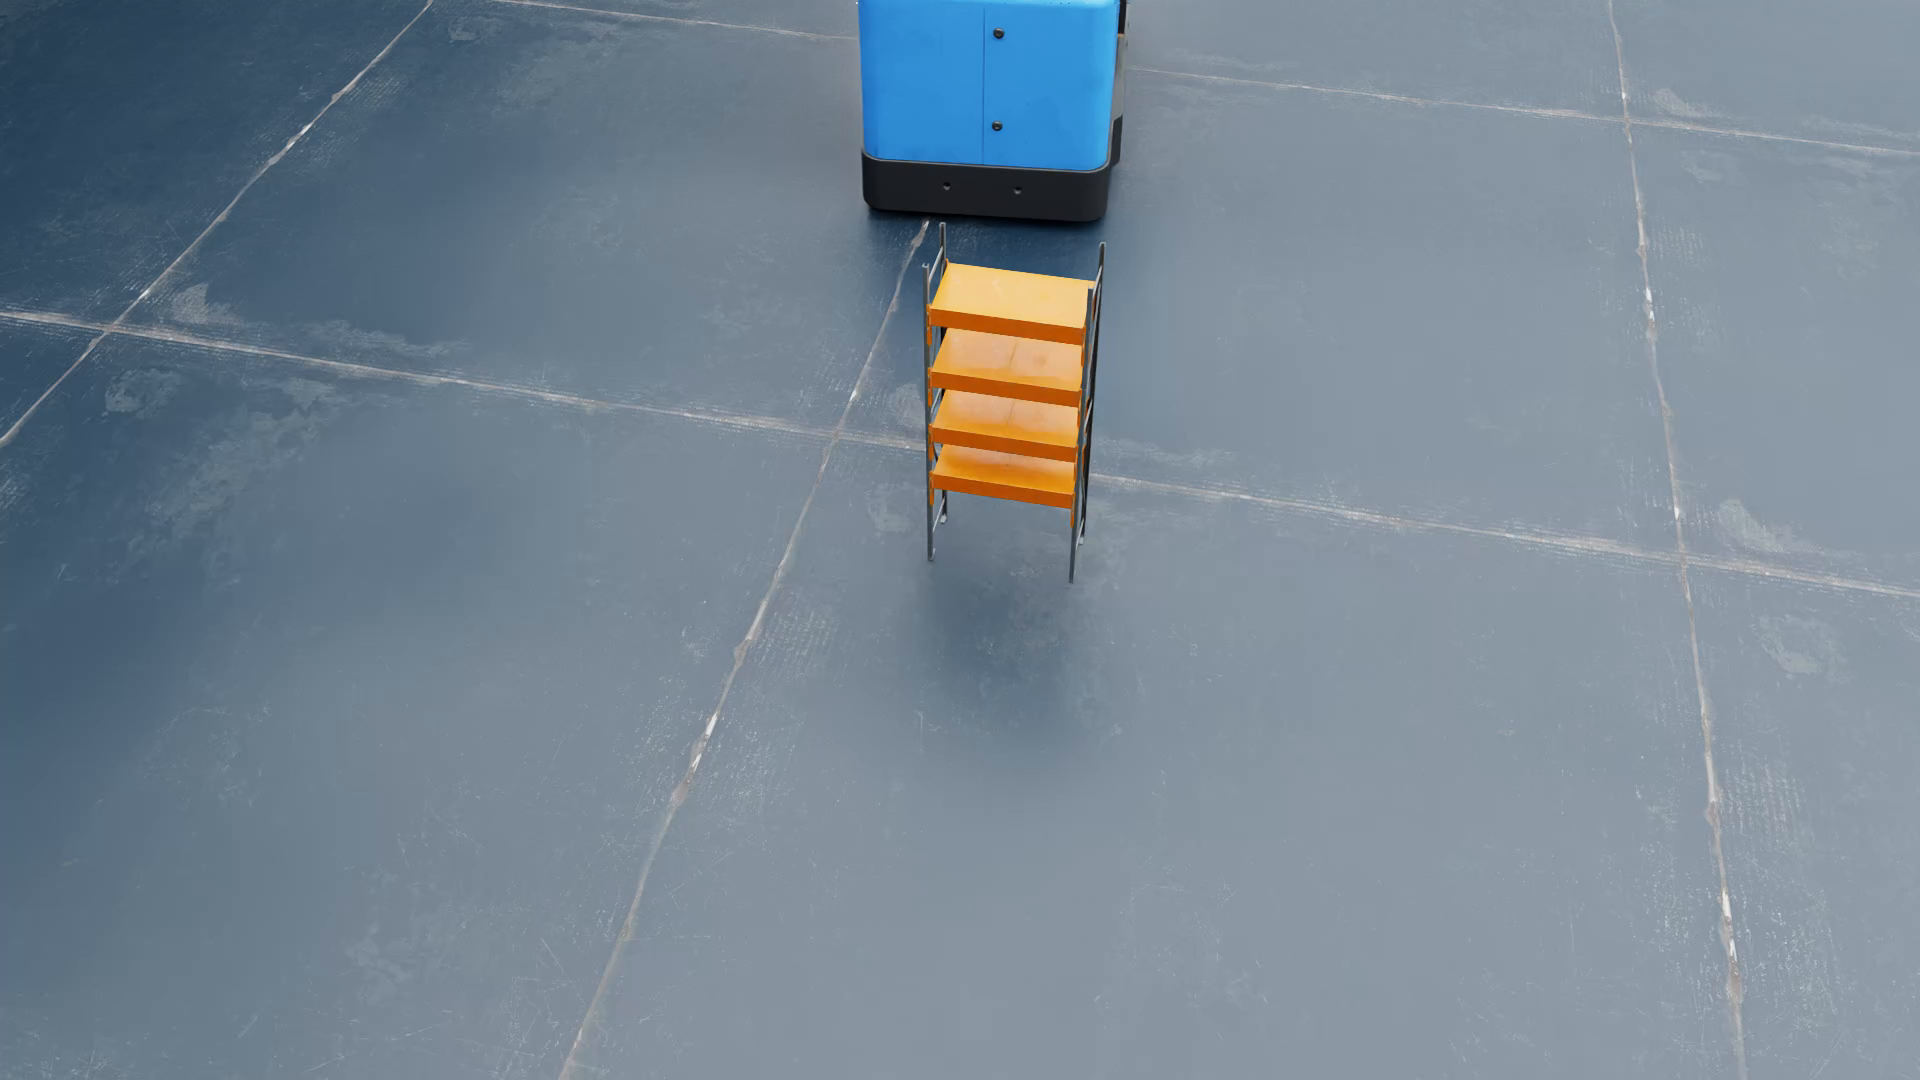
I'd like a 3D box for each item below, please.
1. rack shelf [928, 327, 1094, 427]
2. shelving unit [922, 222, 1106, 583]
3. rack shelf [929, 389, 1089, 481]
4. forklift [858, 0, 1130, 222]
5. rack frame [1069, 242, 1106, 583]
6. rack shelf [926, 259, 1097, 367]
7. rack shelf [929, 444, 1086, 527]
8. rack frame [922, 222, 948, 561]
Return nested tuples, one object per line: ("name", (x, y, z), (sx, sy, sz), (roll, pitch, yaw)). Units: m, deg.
("rack shelf", (0.162, -0.520, 5.199), (0.480, 0.148, 0.258), (9, 45, 9))
("shelving unit", (0.162, -0.407, 5.308), (0.503, 1.200, 0.258), (9, 45, 9))
("rack shelf", (0.162, -0.359, 5.355), (0.480, 0.148, 0.258), (9, 45, 9))
("forklift", (0.259, -3.428, 7.198), (1.130, 2.935, 3.031), (4, 44, 5))
("rack frame", (0.400, -0.370, 5.269), (0.015, 1.200, 0.240), (9, 45, 9))
("rack shelf", (0.162, -0.690, 5.035), (0.480, 0.148, 0.258), (9, 45, 9))
("rack shelf", (0.162, -0.216, 5.492), (0.480, 0.148, 0.258), (9, 45, 9))
("rack frame", (-0.077, -0.444, 5.346), (0.015, 1.200, 0.240), (9, 45, 9))
